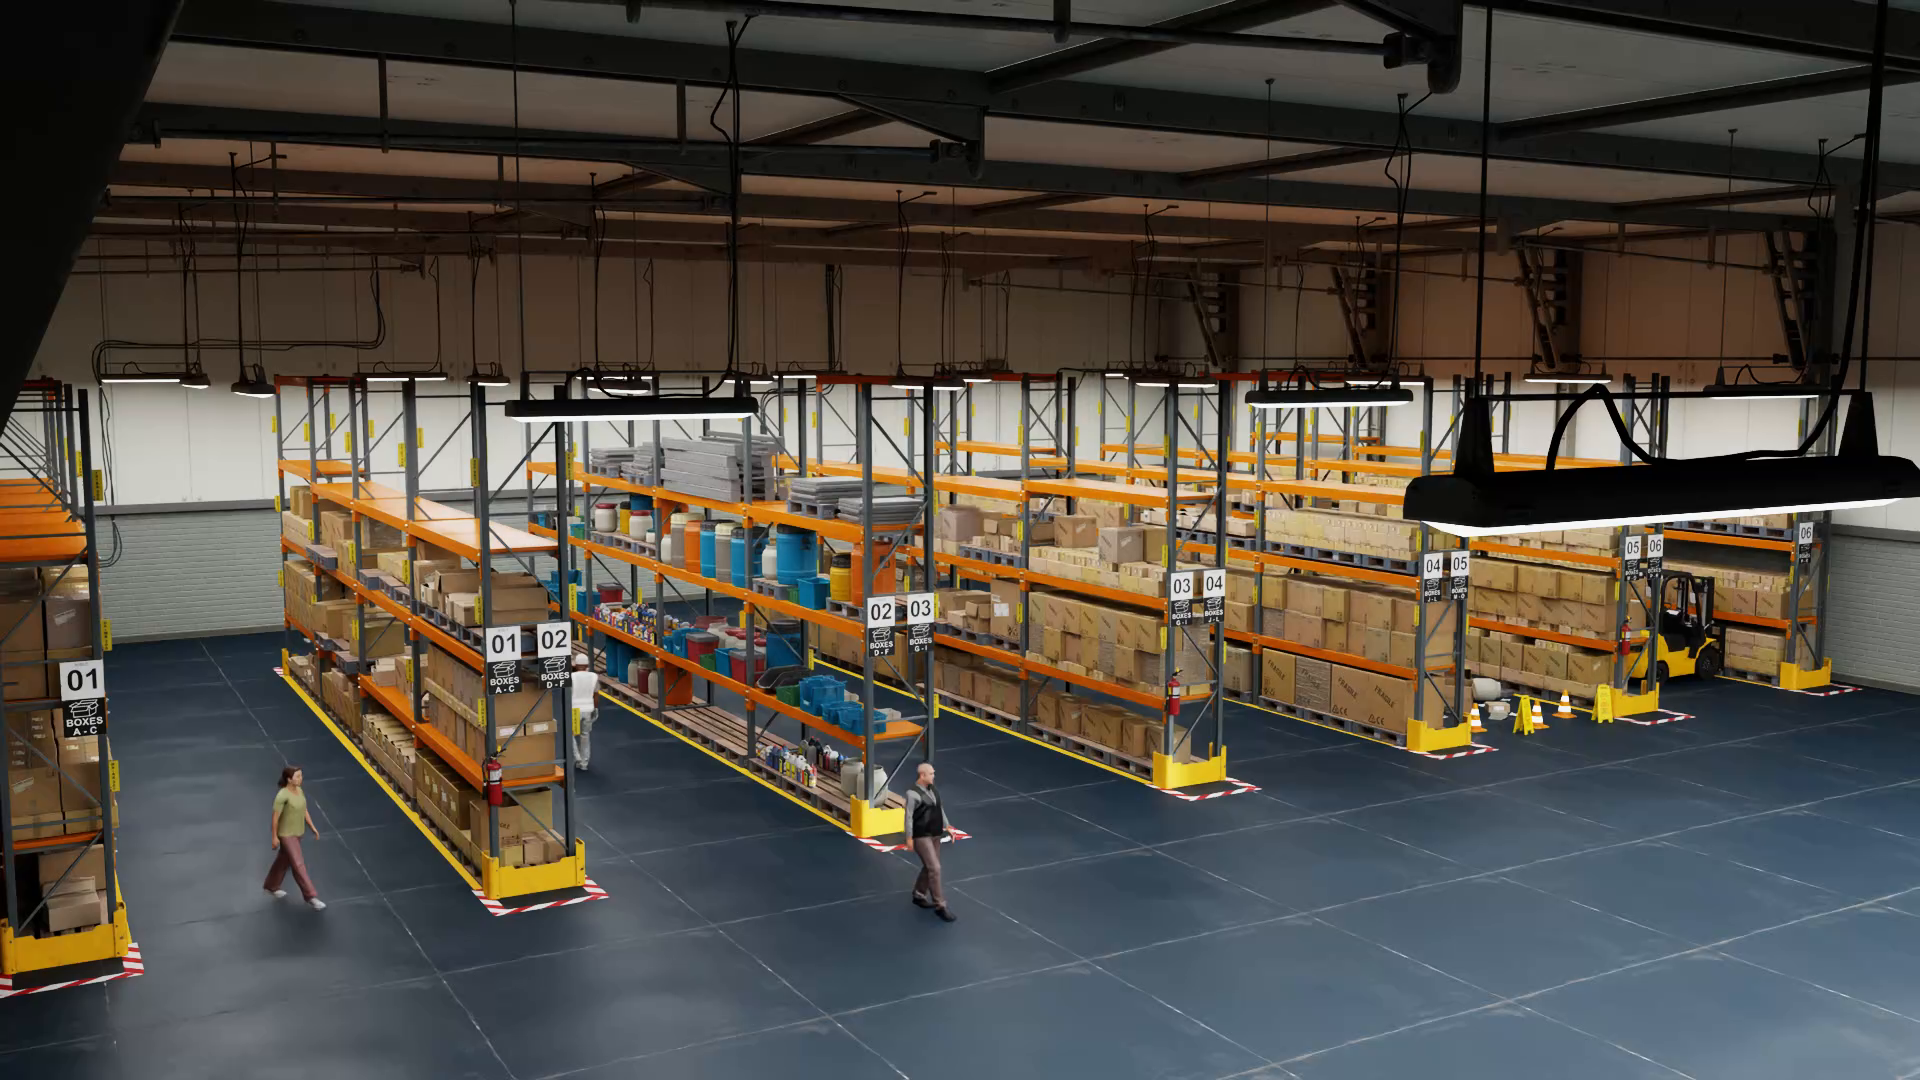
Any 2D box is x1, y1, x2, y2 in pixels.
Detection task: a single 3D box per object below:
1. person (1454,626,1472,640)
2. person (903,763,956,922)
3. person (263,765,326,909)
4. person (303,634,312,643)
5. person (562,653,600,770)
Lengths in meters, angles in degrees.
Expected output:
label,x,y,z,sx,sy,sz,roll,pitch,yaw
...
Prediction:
label,x,y,z,sx,sy,sz,roll,pitch,yaw
person,10.715,1.630,35.374,0.629,1.679,0.812,-5,8,-39
person,-0.281,3.426,18.997,0.777,1.729,0.566,4,7,33
person,-7.697,3.394,19.232,1.034,1.604,0.506,2,7,19
person,-14.132,1.584,36.361,1.003,1.503,0.440,4,7,33
person,-5.832,2.641,25.575,0.605,1.781,0.457,-3,7,-29
